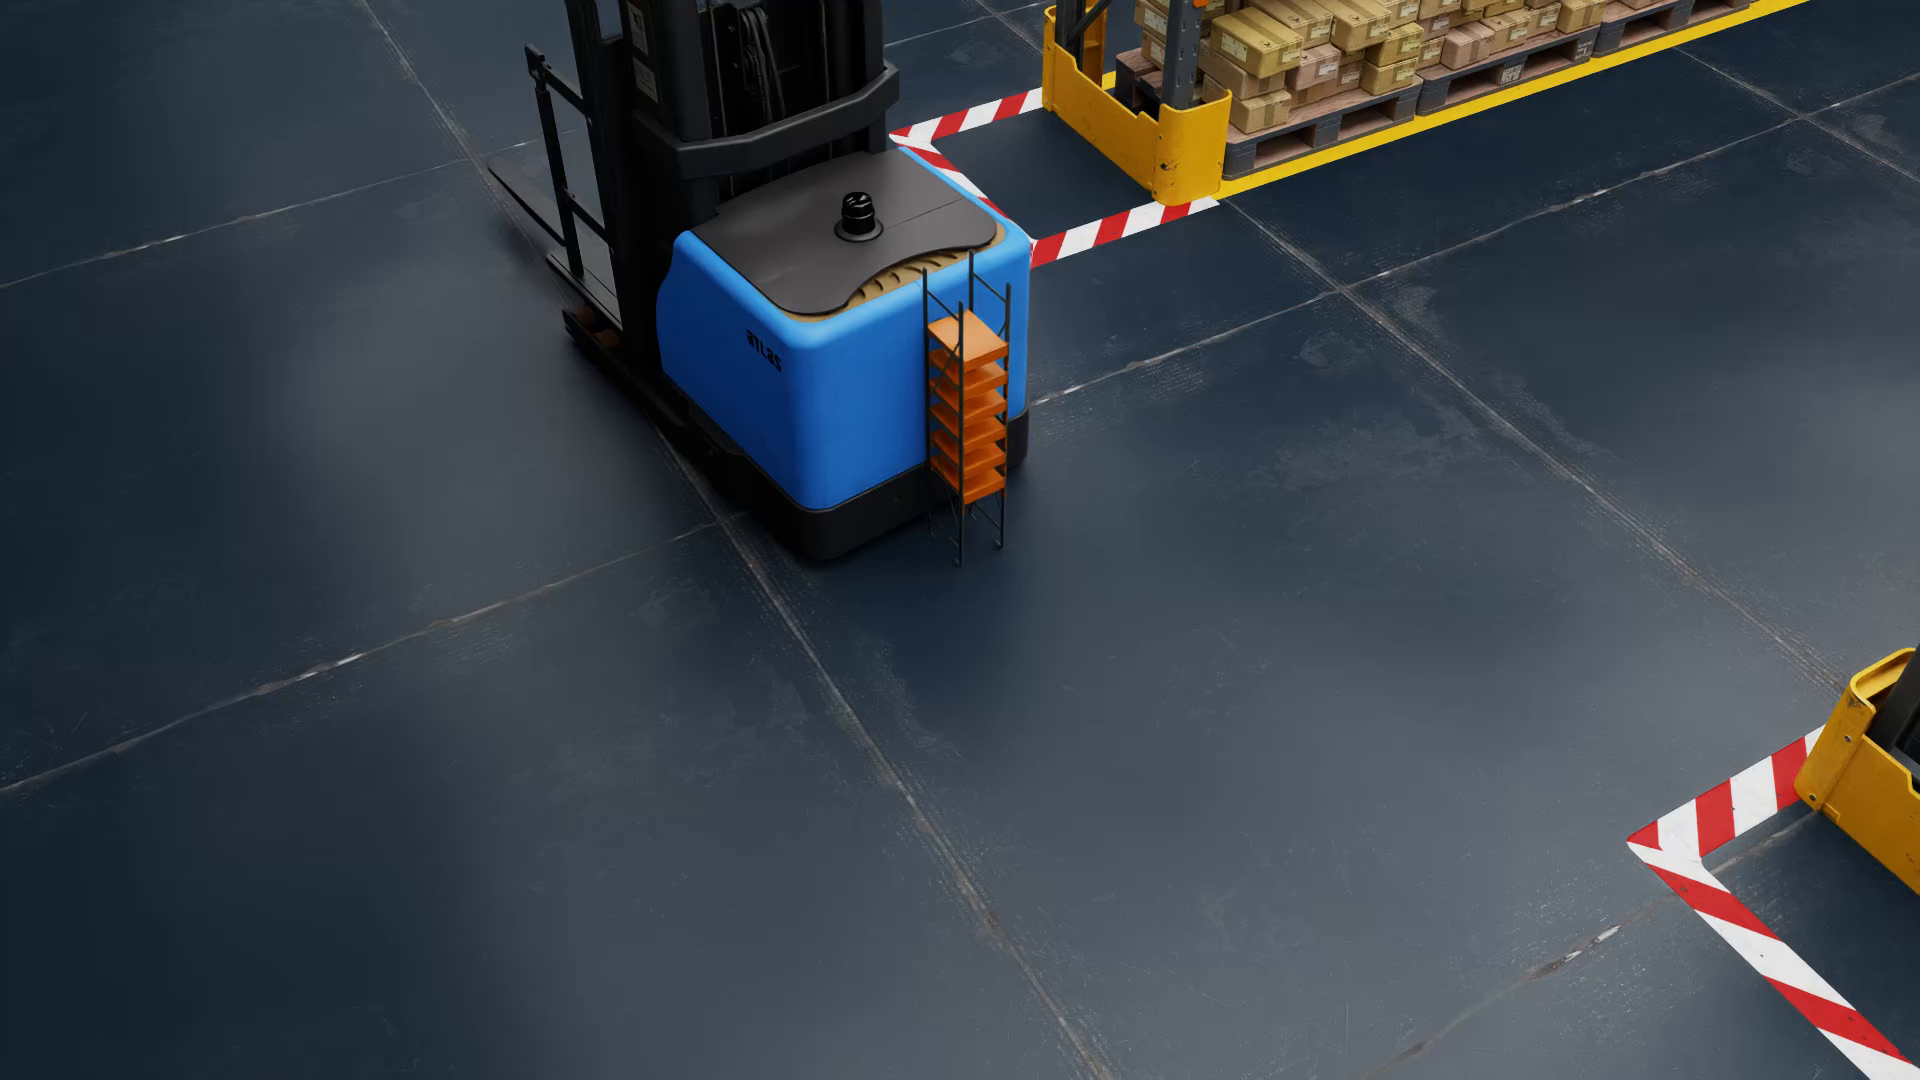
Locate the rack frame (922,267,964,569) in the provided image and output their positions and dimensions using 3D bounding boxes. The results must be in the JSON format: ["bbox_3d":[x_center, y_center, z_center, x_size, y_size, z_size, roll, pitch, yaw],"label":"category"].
[{"bbox_3d":[-0.056,-0.395,5.795,0.006,1.200,0.240,-24,49,-23],"label":"rack frame"}]

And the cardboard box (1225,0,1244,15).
[{"bbox_3d":[1.349,-2.755,8.253,0.250,0.149,0.380,-21,48,-20],"label":"cardboard box"}]

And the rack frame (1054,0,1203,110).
[{"bbox_3d":[0.769,-3.024,7.212,0.127,3.000,1.000,-22,48,-21],"label":"rack frame"}]

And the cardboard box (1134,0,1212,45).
[{"bbox_3d":[1.085,-2.614,8.322,0.250,0.149,0.380,-23,49,-22],"label":"cardboard box"}]

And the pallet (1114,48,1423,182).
[{"bbox_3d":[1.557,-2.311,8.479,1.213,0.211,1.003,-22,48,-21],"label":"pallet"}]

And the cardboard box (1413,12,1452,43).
[{"bbox_3d":[2.245,-2.658,8.367,0.250,0.149,0.380,-24,49,-23],"label":"cardboard box"}]

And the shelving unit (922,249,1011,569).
[{"bbox_3d":[0.021,-0.430,5.831,0.189,1.200,0.258,-24,49,-23],"label":"shelving unit"}]

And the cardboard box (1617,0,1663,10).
[{"bbox_3d":[3.603,-3.028,8.961,0.250,0.149,0.380,-23,49,-22],"label":"cardboard box"}]

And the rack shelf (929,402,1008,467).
[{"bbox_3d":[0.021,-0.398,5.862,0.180,0.103,0.258,-24,49,-23],"label":"rack shelf"}]

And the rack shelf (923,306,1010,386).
[{"bbox_3d":[0.021,-0.656,5.611,0.180,0.103,0.258,-24,49,-23],"label":"rack shelf"}]

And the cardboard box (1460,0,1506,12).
[{"bbox_3d":[2.524,-2.811,8.311,0.250,0.149,0.380,-21,48,-20],"label":"cardboard box"}]

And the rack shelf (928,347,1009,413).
[{"bbox_3d":[0.021,-0.570,5.694,0.180,0.103,0.258,-24,49,-23],"label":"rack shelf"}]

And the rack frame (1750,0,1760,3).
[{"bbox_3d":[4.238,-4.412,8.642,0.127,3.000,1.000,-22,48,-21],"label":"rack frame"}]

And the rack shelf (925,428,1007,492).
[{"bbox_3d":[0.021,-0.312,5.945,0.180,0.103,0.258,-24,49,-23],"label":"rack shelf"}]

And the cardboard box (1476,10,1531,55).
[{"bbox_3d":[2.718,-2.685,8.609,0.250,0.149,0.380,-22,48,-21],"label":"cardboard box"}]

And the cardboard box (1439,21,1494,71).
[{"bbox_3d":[2.491,-2.573,8.493,0.250,0.149,0.380,-24,49,-23],"label":"cardboard box"}]

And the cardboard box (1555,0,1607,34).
[{"bbox_3d":[3.170,-2.839,8.767,0.250,0.149,0.380,-22,48,-21],"label":"cardboard box"}]

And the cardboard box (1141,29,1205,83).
[{"bbox_3d":[1.122,-2.461,8.377,0.250,0.149,0.380,-21,48,-20],"label":"cardboard box"}]

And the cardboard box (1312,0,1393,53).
[{"bbox_3d":[1.854,-2.520,8.012,0.250,0.149,0.380,-22,48,-21],"label":"cardboard box"}]

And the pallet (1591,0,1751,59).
[{"bbox_3d":[3.673,-3.157,9.352,1.213,0.211,1.003,-22,48,-21],"label":"pallet"}]

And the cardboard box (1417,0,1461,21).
[{"bbox_3d":[2.273,-2.747,8.245,0.250,0.149,0.380,-20,48,-19],"label":"cardboard box"}]

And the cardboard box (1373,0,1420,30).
[{"bbox_3d":[2.028,-2.656,8.152,0.250,0.149,0.380,-24,49,-23],"label":"cardboard box"}]

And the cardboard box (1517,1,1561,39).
[{"bbox_3d":[2.910,-2.789,8.715,0.250,0.149,0.380,-21,48,-20],"label":"cardboard box"}]

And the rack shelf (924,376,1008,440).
[{"bbox_3d":[0.021,-0.484,5.778,0.180,0.103,0.258,-24,49,-23],"label":"rack shelf"}]

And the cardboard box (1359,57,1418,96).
[{"bbox_3d":[2.058,-2.394,8.308,0.250,0.149,0.380,-21,48,-20],"label":"cardboard box"}]

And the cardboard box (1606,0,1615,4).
[{"bbox_3d":[3.315,-3.010,8.943,0.250,0.149,0.380,-23,49,-22],"label":"cardboard box"}]

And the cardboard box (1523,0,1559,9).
[{"bbox_3d":[2.951,-2.931,8.649,0.250,0.149,0.380,-24,49,-23],"label":"cardboard box"}]

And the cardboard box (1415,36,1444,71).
[{"bbox_3d":[2.231,-2.540,8.458,0.250,0.149,0.380,-22,48,-21],"label":"cardboard box"}]

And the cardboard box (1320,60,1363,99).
[{"bbox_3d":[1.781,-2.371,8.285,0.250,0.149,0.380,-21,48,-21],"label":"cardboard box"}]

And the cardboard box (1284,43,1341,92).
[{"bbox_3d":[1.617,-2.346,8.046,0.250,0.149,0.380,-22,48,-21],"label":"cardboard box"}]

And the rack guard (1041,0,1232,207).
[{"bbox_3d":[0.835,-2.154,8.110,0.348,0.500,1.175,-22,48,-21],"label":"rack guard"}]

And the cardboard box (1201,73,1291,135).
[{"bbox_3d":[1.383,-2.140,8.047,0.250,0.149,0.380,-21,48,-20],"label":"cardboard box"}]

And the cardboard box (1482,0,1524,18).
[{"bbox_3d":[2.698,-2.865,8.580,0.250,0.149,0.380,-20,47,-19],"label":"cardboard box"}]

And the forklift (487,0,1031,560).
[{"bbox_3d":[-1.026,-1.957,6.162,1.130,2.935,3.031,-28,51,-26],"label":"forklift"}]

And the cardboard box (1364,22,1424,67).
[{"bbox_3d":[2.062,-2.508,8.213,0.250,0.149,0.380,-20,48,-20],"label":"cardboard box"}]

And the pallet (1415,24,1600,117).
[{"bbox_3d":[2.614,-2.731,8.912,1.213,0.211,1.003,-22,48,-21],"label":"pallet"}]

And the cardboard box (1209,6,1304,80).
[{"bbox_3d":[1.393,-2.342,7.828,0.250,0.149,0.380,-24,49,-23],"label":"cardboard box"}]

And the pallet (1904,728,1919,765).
[{"bbox_3d":[3.807,0.682,5.396,1.213,0.211,1.003,-22,48,-21],"label":"pallet"}]

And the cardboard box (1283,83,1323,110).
[{"bbox_3d":[1.569,-2.281,8.192,0.250,0.149,0.380,-22,48,-21],"label":"cardboard box"}]

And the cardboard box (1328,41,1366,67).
[{"bbox_3d":[1.785,-2.485,8.188,0.250,0.149,0.380,-21,48,-20],"label":"cardboard box"}]

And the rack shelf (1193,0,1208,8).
[{"bbox_3d":[2.504,-3.460,8.178,4.000,0.370,1.077,-22,48,-21],"label":"rack shelf"}]

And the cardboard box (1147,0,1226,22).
[{"bbox_3d":[1.102,-2.702,8.199,0.250,0.149,0.380,-21,48,-20],"label":"cardboard box"}]

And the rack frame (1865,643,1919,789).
[{"bbox_3d":[3.153,0.006,4.090,0.127,3.000,1.000,-22,48,-21],"label":"rack frame"}]

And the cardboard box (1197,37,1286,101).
[{"bbox_3d":[1.352,-2.285,7.983,0.250,0.149,0.380,-20,48,-19],"label":"cardboard box"}]

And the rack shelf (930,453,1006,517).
[{"bbox_3d":[0.021,-0.226,6.029,0.180,0.103,0.258,-24,49,-23],"label":"rack shelf"}]

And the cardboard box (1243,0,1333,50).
[{"bbox_3d":[1.572,-2.510,8.001,0.250,0.149,0.380,-21,48,-20],"label":"cardboard box"}]

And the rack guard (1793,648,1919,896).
[{"bbox_3d":[3.132,0.911,4.952,0.348,0.500,1.175,-22,48,-21],"label":"rack guard"}]

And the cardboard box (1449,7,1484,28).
[{"bbox_3d":[2.459,-2.777,8.489,0.250,0.149,0.380,-19,47,-19],"label":"cardboard box"}]

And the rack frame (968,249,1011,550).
[{"bbox_3d":[0.098,-0.464,5.866,0.006,1.200,0.240,-24,49,-23],"label":"rack frame"}]
